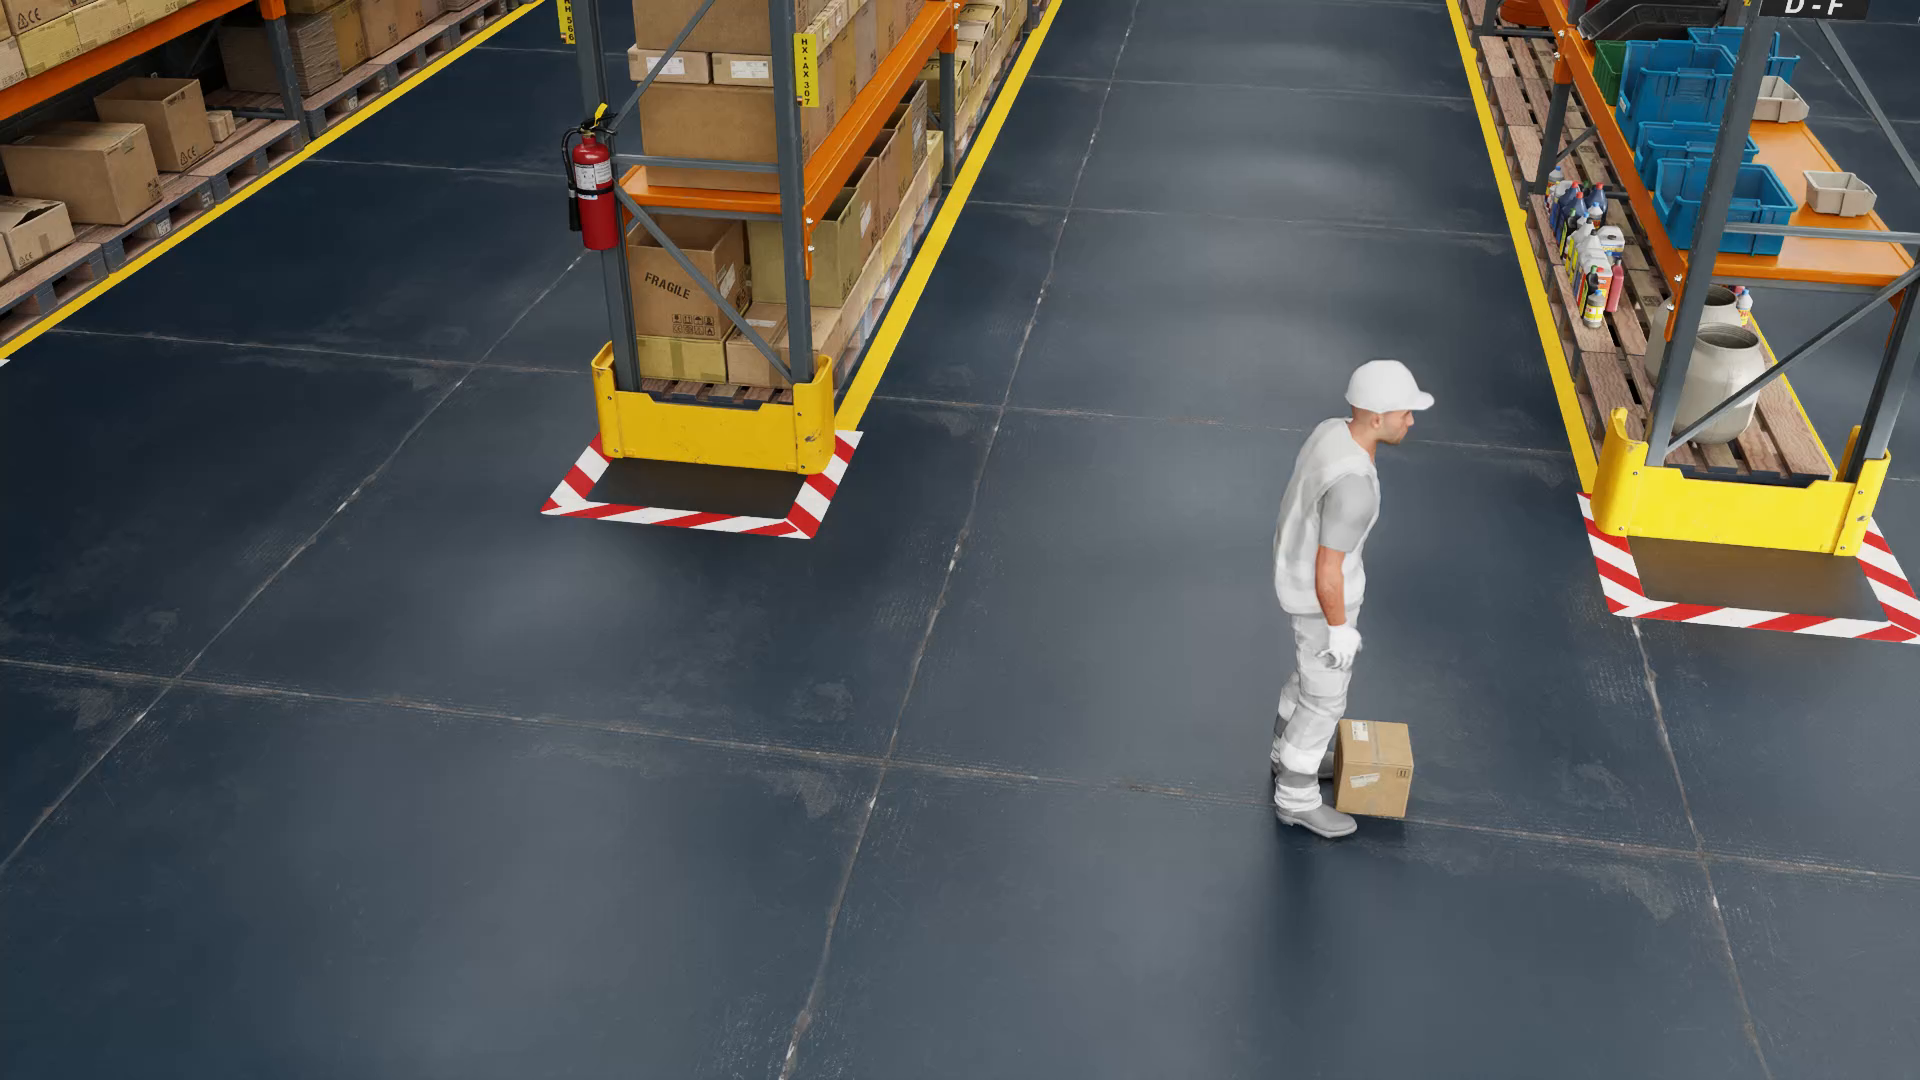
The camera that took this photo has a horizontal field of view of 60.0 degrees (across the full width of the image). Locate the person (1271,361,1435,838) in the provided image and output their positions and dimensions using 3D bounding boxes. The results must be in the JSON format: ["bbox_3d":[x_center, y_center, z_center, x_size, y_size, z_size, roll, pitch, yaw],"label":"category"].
[{"bbox_3d":[1.314,0.190,5.820,0.454,1.779,0.609,5,32,8],"label":"person"}]
